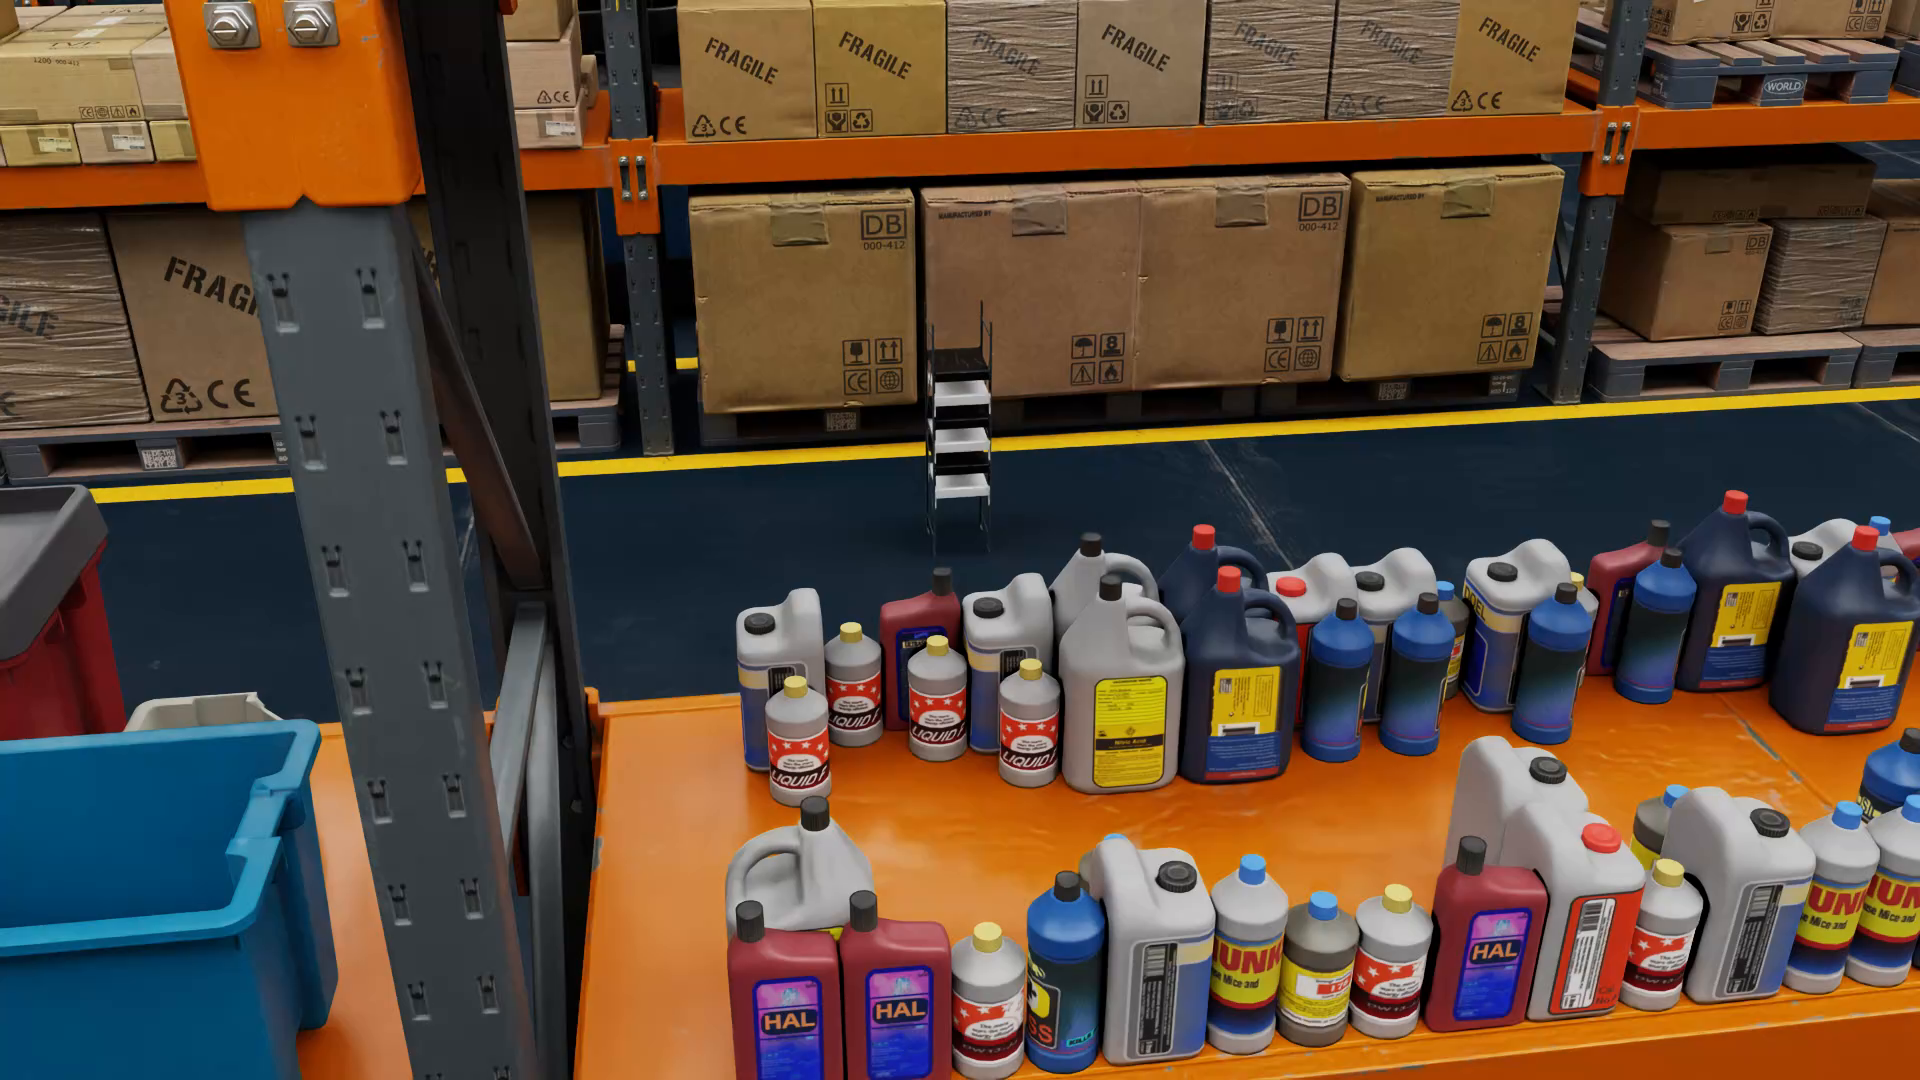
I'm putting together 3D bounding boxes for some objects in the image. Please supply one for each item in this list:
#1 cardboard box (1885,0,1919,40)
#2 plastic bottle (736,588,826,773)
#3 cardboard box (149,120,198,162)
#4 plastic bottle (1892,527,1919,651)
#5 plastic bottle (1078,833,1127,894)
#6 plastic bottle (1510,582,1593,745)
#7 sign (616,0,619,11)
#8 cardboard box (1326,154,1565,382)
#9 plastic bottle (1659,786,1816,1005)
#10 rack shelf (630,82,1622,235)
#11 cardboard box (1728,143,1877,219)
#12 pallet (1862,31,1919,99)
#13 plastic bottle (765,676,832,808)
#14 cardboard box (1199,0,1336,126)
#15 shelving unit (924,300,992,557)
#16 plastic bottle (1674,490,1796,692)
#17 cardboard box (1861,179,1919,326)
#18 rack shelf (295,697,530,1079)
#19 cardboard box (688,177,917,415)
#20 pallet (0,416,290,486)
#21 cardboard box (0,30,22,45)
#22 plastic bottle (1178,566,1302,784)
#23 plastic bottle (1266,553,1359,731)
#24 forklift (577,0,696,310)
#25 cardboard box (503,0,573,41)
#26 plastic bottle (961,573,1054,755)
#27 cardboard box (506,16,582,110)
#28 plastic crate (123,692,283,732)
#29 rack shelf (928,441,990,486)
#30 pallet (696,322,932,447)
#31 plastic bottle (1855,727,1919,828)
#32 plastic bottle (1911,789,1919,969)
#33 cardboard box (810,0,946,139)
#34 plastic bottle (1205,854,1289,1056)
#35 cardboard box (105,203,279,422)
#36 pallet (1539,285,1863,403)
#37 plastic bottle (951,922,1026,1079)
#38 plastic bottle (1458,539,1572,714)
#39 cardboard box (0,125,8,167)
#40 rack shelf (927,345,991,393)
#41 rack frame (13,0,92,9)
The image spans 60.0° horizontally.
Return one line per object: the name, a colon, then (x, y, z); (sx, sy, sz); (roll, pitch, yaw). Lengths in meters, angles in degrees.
cardboard box: (4.330, -2.283, 7.118); (0.500, 0.250, 0.500); (-4, 27, -9)
plastic bottle: (-0.287, 0.217, 2.677); (0.135, 0.276, 0.152); (-4, 27, -7)
cardboard box: (-2.852, -1.545, 6.250); (0.250, 0.149, 0.380); (-4, 27, -8)
plastic bottle: (1.704, 0.065, 2.965); (0.133, 0.283, 0.061); (-4, 27, -7)
plastic bottle: (0.205, 0.486, 2.235); (0.097, 0.201, 0.097); (0, 27, 0)
plastic bottle: (0.972, 0.196, 2.723); (0.097, 0.271, 0.097); (0, 27, 0)
sign: (-1.244, -2.075, 5.974); (0.005, 0.325, 0.100); (-4, 27, -7)
cardboard box: (1.952, -1.367, 7.496); (0.875, 0.875, 1.225); (-5, 28, -10)
plastic bottle: (1.025, 0.458, 2.208); (0.135, 0.276, 0.152); (-4, 27, -7)
rack shelf: (0.658, -1.713, 7.091); (4.000, 0.370, 1.077); (-4, 27, -7)
cardboard box: (3.821, -1.672, 7.657); (0.500, 0.250, 0.500); (-1, 27, -1)
pallet: (4.593, -2.219, 7.499); (1.213, 0.211, 1.003); (-4, 27, -7)
plastic bottle: (-0.252, 0.306, 2.586); (0.097, 0.201, 0.097); (0, 27, 0)
cardboard box: (1.176, -1.998, 6.748); (0.500, 0.500, 0.500); (-5, 28, -9)
shelving unit: (-0.008, -0.400, 6.044); (0.210, 0.900, 0.258); (-4, 27, -7)
plastic bottle: (1.323, 0.079, 2.865); (0.185, 0.351, 0.144); (-4, 27, -7)
cardboard box: (4.407, -1.376, 7.901); (0.500, 0.500, 0.700); (-1, 27, -3)
rack shelf: (-2.613, 0.781, 2.231); (4.000, 0.370, 1.077); (-4, 27, -7)
cardboard box: (-0.692, -1.197, 7.164); (0.875, 0.875, 1.225); (-4, 27, -7)
pallet: (-3.297, -0.573, 7.135); (1.213, 0.211, 1.003); (-4, 27, -7)
cardboard box: (-3.759, -1.692, 6.100); (0.500, 0.250, 0.500); (-5, 28, -9)
plastic bottle: (0.435, 0.202, 2.624); (0.185, 0.351, 0.144); (-4, 27, -7)
plastic bottle: (0.574, 0.162, 2.784); (0.135, 0.276, 0.152); (-4, 27, -7)
forklift: (-1.954, -3.080, 9.043); (1.130, 2.935, 3.031); (-7, 28, -13)
cardboard box: (-1.741, -2.155, 6.181); (0.500, 0.500, 0.500); (-3, 27, -6)
plastic bottle: (0.074, 0.194, 2.722); (0.135, 0.276, 0.152); (-4, 27, -7)
cardboard box: (-1.723, -1.825, 6.359); (0.500, 0.250, 0.500); (-4, 27, -8)
plastic crate: (-1.113, 0.389, 2.429); (0.243, 0.136, 0.396); (-4, 27, -7)
rack shelf: (-0.008, -0.290, 6.100); (0.200, 0.077, 0.258); (-4, 27, -7)
pallet: (-0.569, -0.748, 7.477); (1.213, 0.211, 1.003); (-4, 27, -7)
plastic bottle: (1.317, 0.387, 2.351); (0.097, 0.271, 0.097); (0, 27, 0)
plastic bottle: (1.377, 0.404, 2.232); (0.185, 0.351, 0.144); (-4, 27, -7)
cardboard box: (-0.335, -1.899, 6.555); (0.500, 0.500, 0.500); (-4, 27, -7)
plastic bottle: (0.360, 0.515, 2.101); (0.097, 0.271, 0.097); (0, 27, 0)
cardboard box: (-2.879, -1.084, 6.945); (0.875, 0.875, 0.875); (-4, 27, -7)
pallet: (3.412, -0.969, 7.906); (1.213, 0.211, 1.003); (-4, 27, -7)
plastic bottle: (0.034, 0.567, 2.076); (0.097, 0.201, 0.097); (0, 27, 0)
plastic bottle: (0.937, 0.139, 2.830); (0.135, 0.276, 0.152); (-4, 27, -7)
cardboard box: (-3.613, -1.496, 6.155); (0.250, 0.149, 0.380); (-4, 27, -8)
rack shelf: (-0.008, -0.610, 5.936); (0.200, 0.077, 0.258); (-4, 27, -7)
rack frame: (-5.875, -3.900, 10.565); (0.127, 3.000, 1.000); (-4, 27, -7)
